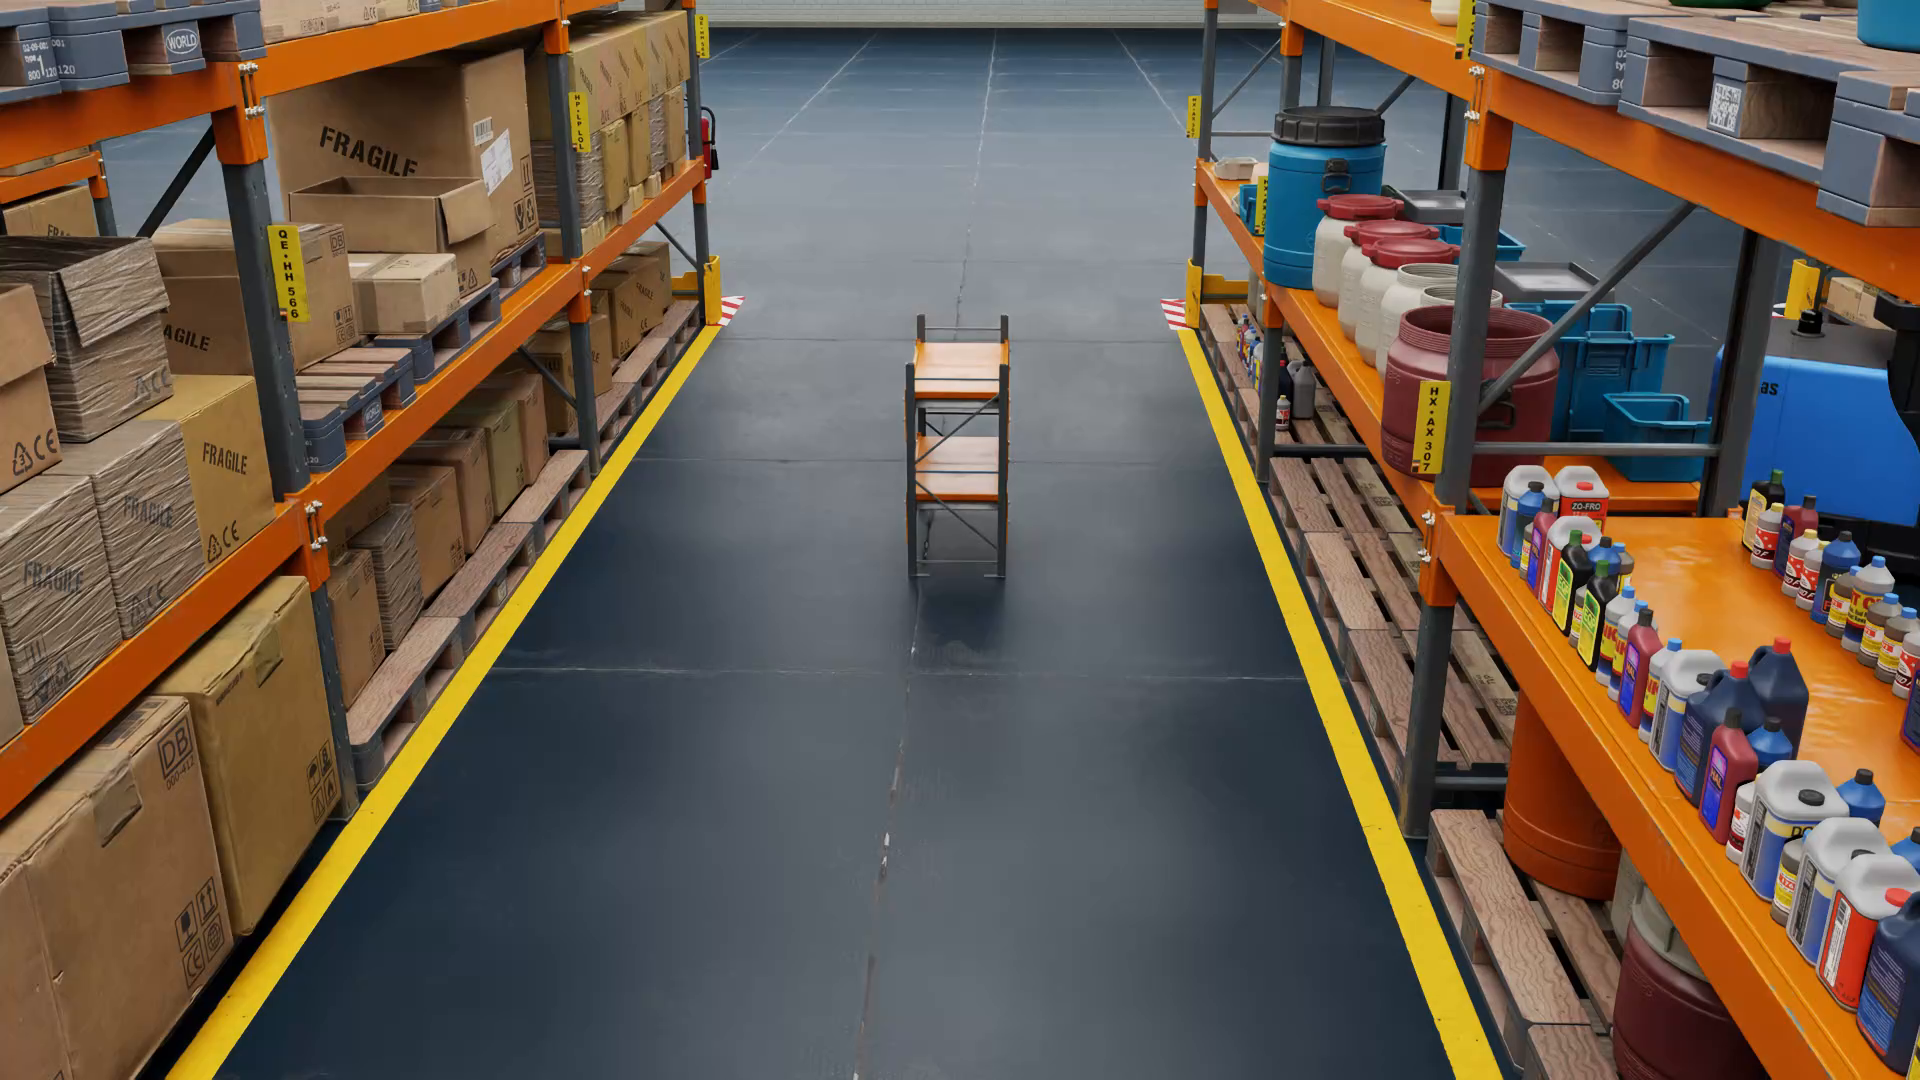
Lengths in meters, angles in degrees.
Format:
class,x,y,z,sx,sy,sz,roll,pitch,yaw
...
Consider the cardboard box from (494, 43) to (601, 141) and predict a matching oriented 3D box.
class,x,y,z,sx,sy,sz,roll,pitch,yaw
cardboard box,-2.415,-2.613,9.685,0.500,0.500,0.500,1,21,2

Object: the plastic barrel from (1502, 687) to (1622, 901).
class,x,y,z,sx,sy,sz,roll,pitch,yaw
plastic barrel,2.149,0.692,5.518,0.600,0.830,0.708,1,21,2

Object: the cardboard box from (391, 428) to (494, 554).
class,x,y,z,sx,sy,sz,roll,pitch,yaw
cardboard box,-2.773,-0.245,8.361,0.700,0.500,0.500,-1,21,-3

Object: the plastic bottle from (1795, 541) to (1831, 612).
class,x,y,z,sx,sy,sz,roll,pitch,yaw
plastic bottle,2.529,0.103,4.892,0.097,0.201,0.097,0,21,0

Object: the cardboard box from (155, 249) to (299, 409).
class,x,y,z,sx,sy,sz,roll,pitch,yaw
cardboard box,-2.828,-0.794,6.209,0.500,0.500,0.500,-2,21,-5

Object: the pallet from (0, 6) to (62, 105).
class,x,y,z,sx,sy,sz,roll,pitch,yaw
pallet,-2.802,-1.028,3.646,1.003,0.211,1.213,2,21,4

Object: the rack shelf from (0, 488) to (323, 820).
class,x,y,z,sx,sy,sz,roll,pitch,yaw
rack shelf,-2.865,0.703,4.065,1.077,0.370,4.000,1,21,2

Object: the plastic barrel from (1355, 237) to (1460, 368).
class,x,y,z,sx,sy,sz,roll,pitch,yaw
plastic barrel,1.984,-1.045,7.389,0.433,0.535,0.433,0,21,0

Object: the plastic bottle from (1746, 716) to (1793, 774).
class,x,y,z,sx,sy,sz,roll,pitch,yaw
plastic bottle,1.792,0.523,3.713,0.097,0.271,0.097,0,21,0

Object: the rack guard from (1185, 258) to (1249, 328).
class,x,y,z,sx,sy,sz,roll,pitch,yaw
rack guard,2.435,-2.000,13.493,1.175,0.500,0.348,1,21,2

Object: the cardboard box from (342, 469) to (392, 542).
class,x,y,z,sx,sy,sz,roll,pitch,yaw
cardboard box,-2.808,-0.179,7.155,0.500,0.250,0.500,3,21,8

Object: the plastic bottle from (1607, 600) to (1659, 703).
class,x,y,z,sx,sy,sz,roll,pitch,yaw
plastic bottle,1.751,0.288,4.319,0.097,0.271,0.097,0,21,0

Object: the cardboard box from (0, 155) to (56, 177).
class,x,y,z,sx,sy,sz,roll,pitch,yaw
cardboard box,-7.476,-3.075,12.601,0.875,0.550,0.550,1,21,2

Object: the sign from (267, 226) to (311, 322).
class,x,y,z,sx,sy,sz,roll,pitch,yaw
sign,-2.249,-0.890,5.576,0.100,0.325,0.005,1,21,2

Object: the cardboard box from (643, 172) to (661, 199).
class,x,y,z,sx,sy,sz,roll,pitch,yaw
cardboard box,-2.304,-2.482,11.626,0.380,0.149,0.250,1,21,2

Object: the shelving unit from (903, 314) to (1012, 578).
class,x,y,z,sx,sy,sz,roll,pitch,yaw
shelving unit,0.000,-0.522,8.819,0.538,1.125,1.048,1,21,2

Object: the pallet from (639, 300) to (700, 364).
class,x,y,z,sx,sy,sz,roll,pitch,yaw
pallet,-2.623,-1.627,12.931,1.003,0.211,1.213,1,21,2

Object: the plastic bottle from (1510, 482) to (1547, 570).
class,x,y,z,sx,sy,sz,roll,pitch,yaw
plastic bottle,1.779,-0.046,5.180,0.097,0.271,0.097,0,21,0

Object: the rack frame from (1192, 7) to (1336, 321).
class,x,y,z,sx,sy,sz,roll,pitch,yaw
rack frame,2.390,-3.193,13.113,1.000,3.000,0.127,1,21,2

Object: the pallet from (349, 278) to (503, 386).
class,x,y,z,sx,sy,sz,roll,pitch,yaw
pallet,-2.785,-0.982,7.679,1.003,0.211,1.213,1,21,2

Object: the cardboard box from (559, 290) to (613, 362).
class,x,y,z,sx,sy,sz,roll,pitch,yaw
cardboard box,-2.680,-1.409,11.388,0.500,0.500,0.500,-1,21,-3

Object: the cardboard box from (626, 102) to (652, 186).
class,x,y,z,sx,sy,sz,roll,pitch,yaw
cardboard box,-2.586,-2.692,11.270,0.875,0.500,0.500,1,21,2

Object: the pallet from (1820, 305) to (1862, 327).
class,x,y,z,sx,sy,sz,roll,pitch,yaw
pallet,7.359,-1.561,12.759,1.003,0.211,1.213,1,21,2

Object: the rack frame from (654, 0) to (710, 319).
class,x,y,z,sx,sy,sz,roll,pitch,yaw
rack frame,-2.561,-3.248,13.253,1.000,3.000,0.127,1,21,2

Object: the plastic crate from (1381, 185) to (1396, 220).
class,x,y,z,sx,sy,sz,roll,pitch,yaw
plastic crate,2.411,-1.906,9.881,0.767,0.338,0.504,1,21,2

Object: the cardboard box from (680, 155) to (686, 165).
class,x,y,z,sx,sy,sz,roll,pitch,yaw
cardboard box,-2.363,-3.026,13.027,0.380,0.149,0.250,1,21,2

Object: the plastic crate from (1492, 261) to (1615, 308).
class,x,y,z,sx,sy,sz,roll,pitch,yaw
plastic crate,2.502,-0.912,7.143,0.402,0.464,0.583,1,21,2

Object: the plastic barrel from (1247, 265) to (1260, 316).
class,x,y,z,sx,sy,sz,roll,pitch,yaw
plastic barrel,2.446,-1.991,12.871,0.421,0.512,0.421,0,21,0

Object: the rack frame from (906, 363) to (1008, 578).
class,x,y,z,sx,sy,sz,roll,pitch,yaw
rack frame,-0.016,-0.338,8.345,0.500,1.125,0.032,1,21,2

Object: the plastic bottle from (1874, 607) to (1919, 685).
class,x,y,z,sx,sy,sz,roll,pitch,yaw
plastic bottle,2.514,0.279,4.438,0.097,0.201,0.097,0,21,0

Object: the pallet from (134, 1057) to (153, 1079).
class,x,y,z,sx,sy,sz,roll,pitch,yaw
pallet,-2.943,1.669,4.436,1.003,0.211,1.213,1,21,2

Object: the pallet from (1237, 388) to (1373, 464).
class,x,y,z,sx,sy,sz,roll,pitch,yaw
pallet,2.330,-0.690,10.514,1.003,0.211,1.213,1,21,2

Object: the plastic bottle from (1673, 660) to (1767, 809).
class,x,y,z,sx,sy,sz,roll,pitch,yaw
plastic bottle,1.759,0.434,3.832,0.144,0.351,0.185,1,21,2

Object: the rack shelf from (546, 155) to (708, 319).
class,x,y,z,sx,sy,sz,roll,pitch,yaw
rack shelf,-2.622,-2.189,11.520,1.077,0.370,4.000,1,21,2

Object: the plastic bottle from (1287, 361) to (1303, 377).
class,x,y,z,sx,sy,sz,roll,pitch,yaw
plastic bottle,2.154,-0.995,10.605,0.152,0.276,0.135,1,21,2

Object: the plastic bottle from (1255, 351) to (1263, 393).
class,x,y,z,sx,sy,sz,roll,pitch,yaw
plastic bottle,2.015,-1.140,10.873,0.144,0.351,0.185,1,21,1

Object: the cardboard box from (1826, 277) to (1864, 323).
class,x,y,z,sx,sy,sz,roll,pitch,yaw
cardboard box,7.102,-1.860,12.897,0.500,0.250,0.500,1,21,2

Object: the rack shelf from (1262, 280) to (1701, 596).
class,x,y,z,sx,sy,sz,roll,pitch,yaw
rack shelf,2.207,-0.689,7.652,1.077,0.370,4.000,1,21,2

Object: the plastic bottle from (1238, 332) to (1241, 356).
class,x,y,z,sx,sy,sz,roll,pitch,yaw
plastic bottle,2.020,-1.404,11.762,0.097,0.201,0.097,0,21,0

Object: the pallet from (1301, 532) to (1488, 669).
class,x,y,z,sx,sy,sz,roll,pitch,yaw
pallet,2.249,0.279,8.017,1.003,0.211,1.213,1,21,2

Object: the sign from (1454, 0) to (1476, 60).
class,x,y,z,sx,sy,sz,roll,pitch,yaw
sign,1.596,-1.654,5.143,0.100,0.325,0.005,1,21,2

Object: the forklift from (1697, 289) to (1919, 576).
class,x,y,z,sx,sy,sz,roll,pitch,yaw
forklift,5.438,-1.217,8.115,3.031,2.935,1.130,12,24,28

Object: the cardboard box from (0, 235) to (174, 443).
class,x,y,z,sx,sy,sz,roll,pitch,yaw
cardboard box,-2.843,-0.606,4.918,0.797,0.503,0.637,1,21,3

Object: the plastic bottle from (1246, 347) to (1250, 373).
class,x,y,z,sx,sy,sz,roll,pitch,yaw
plastic bottle,2.007,-1.246,11.354,0.097,0.201,0.097,0,21,0

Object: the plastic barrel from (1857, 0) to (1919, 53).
class,x,y,z,sx,sy,sz,roll,pitch,yaw
plastic barrel,1.924,-1.301,2.816,0.600,0.901,0.708,1,21,2

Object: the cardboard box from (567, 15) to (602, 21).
class,x,y,z,sx,sy,sz,roll,pitch,yaw
cardboard box,-2.872,-3.523,12.030,0.500,0.500,0.500,1,21,2

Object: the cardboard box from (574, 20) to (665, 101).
class,x,y,z,sx,sy,sz,roll,pitch,yaw
cardboard box,-2.358,-3.336,11.549,0.500,0.500,0.500,1,21,2

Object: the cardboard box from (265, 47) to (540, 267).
class,x,y,z,sx,sy,sz,roll,pitch,yaw
cardboard box,-2.847,-1.991,8.605,1.000,1.000,1.000,1,21,2

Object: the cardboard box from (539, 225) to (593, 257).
class,x,y,z,sx,sy,sz,roll,pitch,yaw
cardboard box,-2.375,-1.759,9.763,0.380,0.149,0.250,1,21,2

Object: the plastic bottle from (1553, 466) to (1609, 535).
class,x,y,z,sx,sy,sz,roll,pitch,yaw
plastic bottle,1.962,-0.089,5.282,0.152,0.276,0.135,1,21,2

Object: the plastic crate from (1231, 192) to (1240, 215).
class,x,y,z,sx,sy,sz,roll,pitch,yaw
plastic crate,2.064,-2.214,10.953,0.530,0.136,0.437,1,21,2

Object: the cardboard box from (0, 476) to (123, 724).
class,x,y,z,sx,sy,sz,roll,pitch,yaw
cardboard box,-2.605,0.147,4.365,0.500,0.500,0.500,0,21,0

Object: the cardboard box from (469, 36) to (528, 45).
class,x,y,z,sx,sy,sz,roll,pitch,yaw
cardboard box,-2.930,-2.800,10.166,0.500,0.500,0.500,1,21,2

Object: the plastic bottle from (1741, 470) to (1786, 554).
class,x,y,z,sx,sy,sz,roll,pitch,yaw
plastic bottle,2.561,-0.096,5.290,0.061,0.283,0.133,1,21,2

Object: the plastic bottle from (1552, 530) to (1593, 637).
class,x,y,z,sx,sy,sz,roll,pitch,yaw
plastic bottle,1.747,0.122,4.730,0.061,0.283,0.133,1,21,2

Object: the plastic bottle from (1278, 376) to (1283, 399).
class,x,y,z,sx,sy,sz,roll,pitch,yaw
plastic bottle,1.953,-0.864,10.255,0.061,0.283,0.133,2,21,4

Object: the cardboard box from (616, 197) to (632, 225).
class,x,y,z,sx,sy,sz,roll,pitch,yaw
cardboard box,-2.328,-2.120,10.694,0.380,0.149,0.250,1,21,2

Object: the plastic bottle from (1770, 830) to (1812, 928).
class,x,y,z,sx,sy,sz,roll,pitch,yaw
plastic bottle,1.720,0.687,3.387,0.097,0.201,0.097,0,21,0
